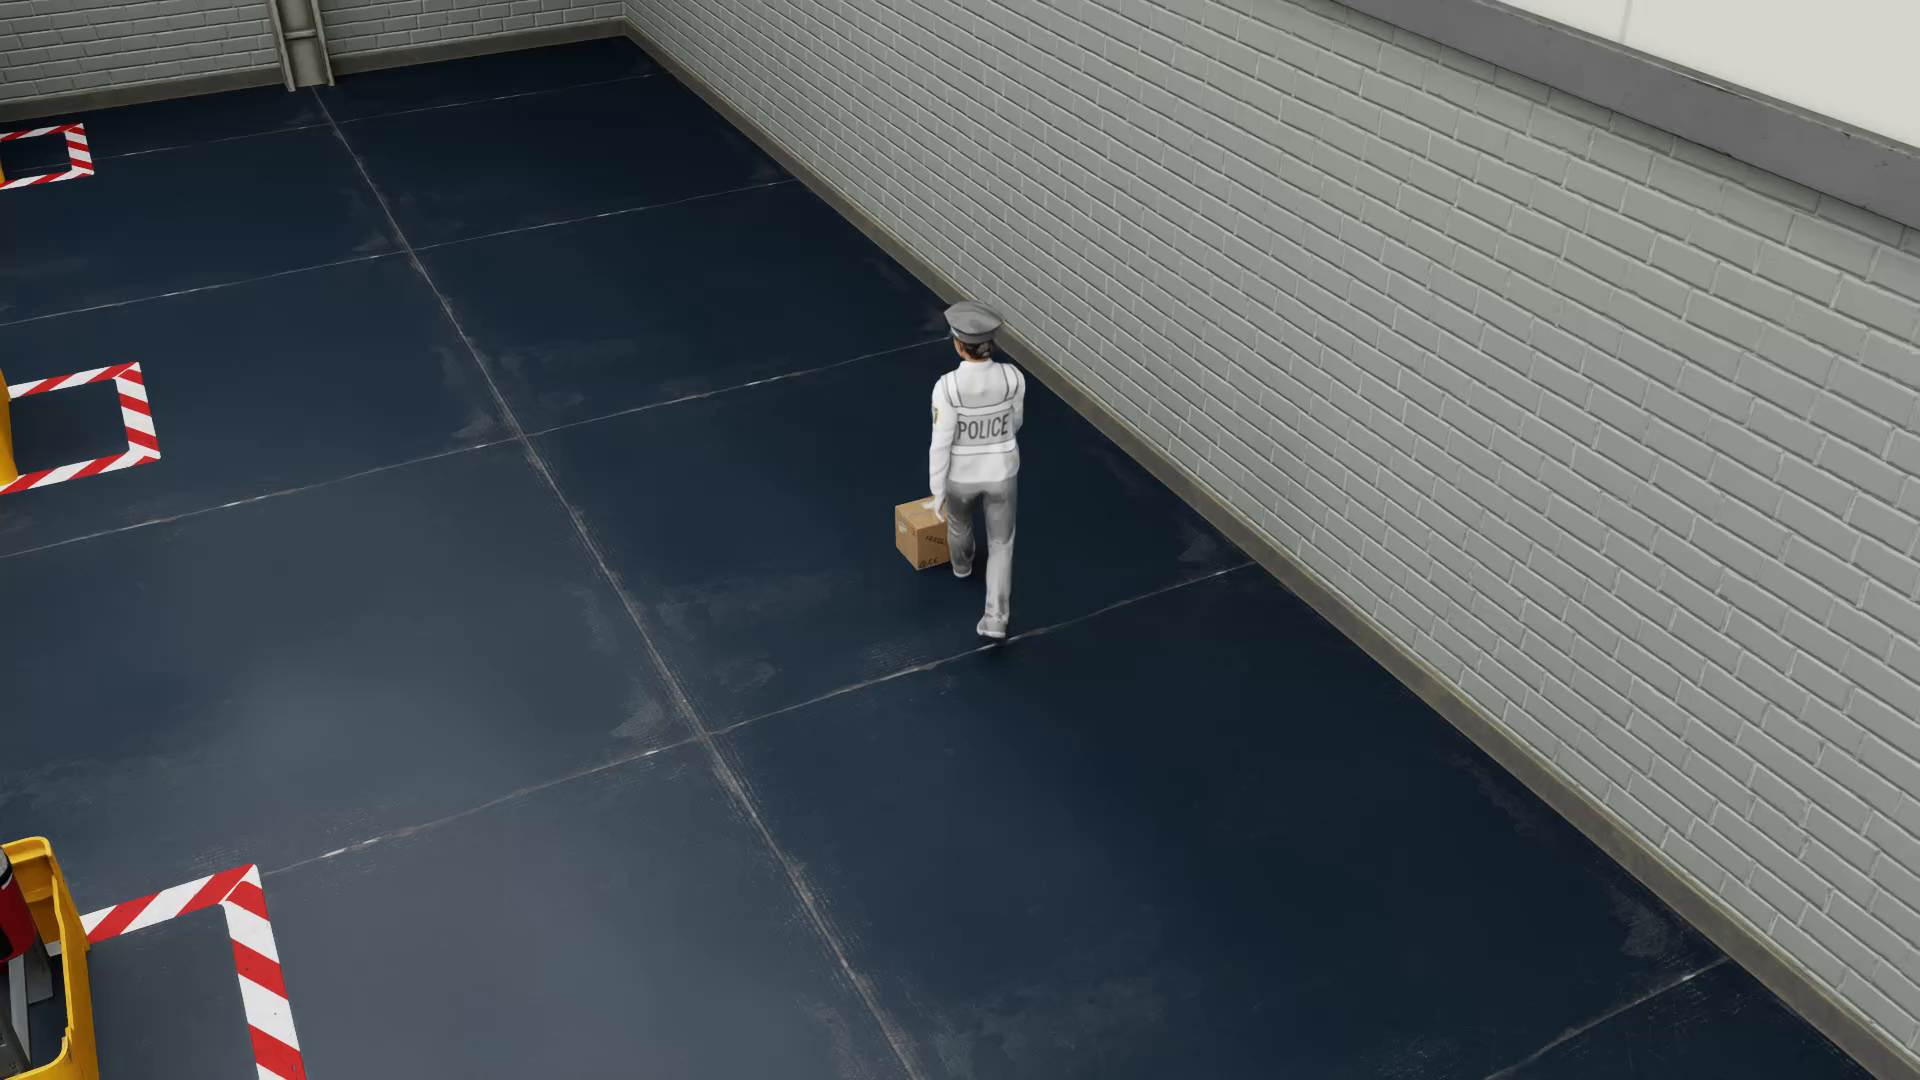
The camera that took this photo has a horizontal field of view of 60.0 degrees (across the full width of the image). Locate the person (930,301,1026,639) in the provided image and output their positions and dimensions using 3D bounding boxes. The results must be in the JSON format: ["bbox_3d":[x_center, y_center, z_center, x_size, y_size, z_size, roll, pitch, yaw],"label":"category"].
[{"bbox_3d":[0.069,-0.346,7.719,0.446,1.597,1.025,-3,33,-4],"label":"person"}]
